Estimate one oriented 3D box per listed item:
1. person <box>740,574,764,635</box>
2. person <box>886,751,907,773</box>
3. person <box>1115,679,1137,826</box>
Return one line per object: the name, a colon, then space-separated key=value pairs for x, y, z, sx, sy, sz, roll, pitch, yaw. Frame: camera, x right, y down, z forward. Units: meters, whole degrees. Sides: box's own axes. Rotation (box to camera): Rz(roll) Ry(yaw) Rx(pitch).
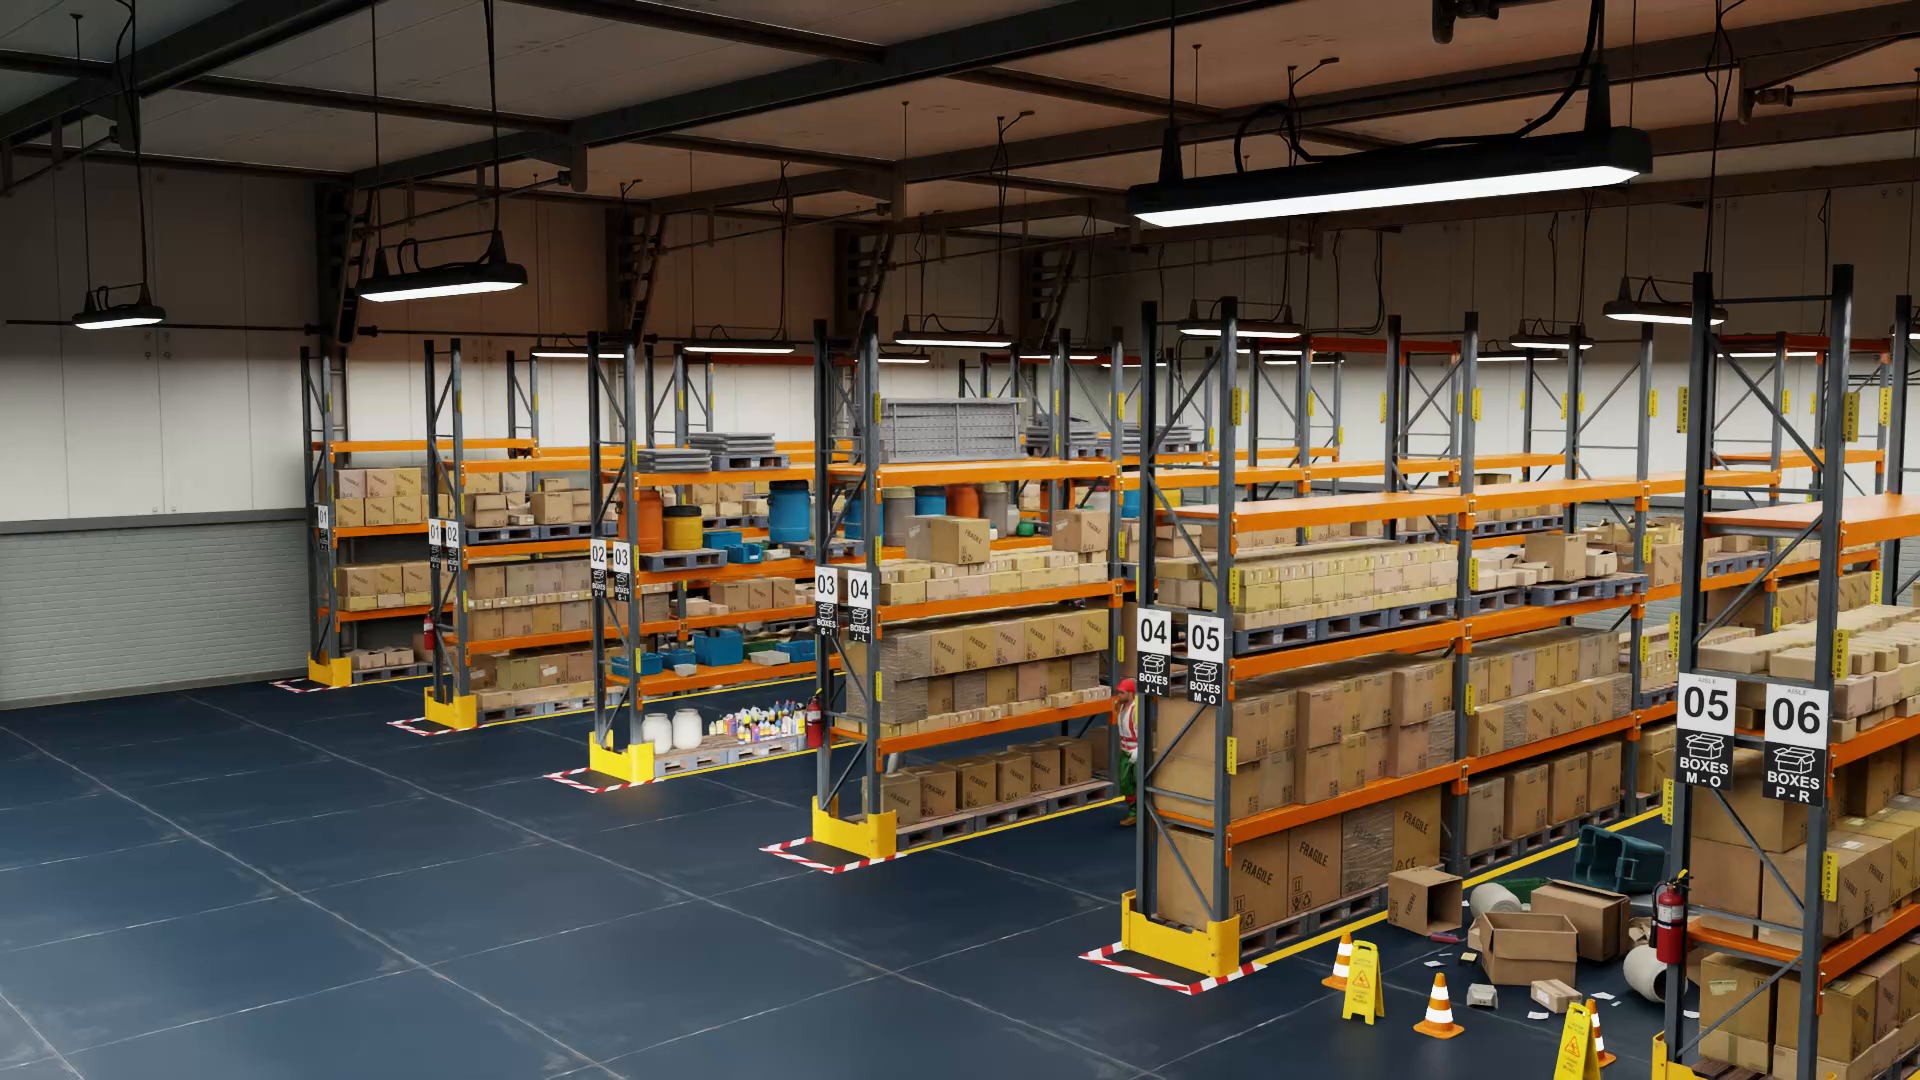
person: x=-4.093 y=1.483 z=31.952 sx=0.703 sy=1.752 sz=0.628 roll=-4 pitch=7 yaw=-39
person: x=-0.764 y=2.439 z=21.815 sx=0.454 sy=1.696 sz=0.683 roll=3 pitch=6 yaw=33
person: x=2.189 y=2.532 z=20.032 sx=0.738 sy=1.756 sz=0.604 roll=-3 pitch=6 yaw=-31
